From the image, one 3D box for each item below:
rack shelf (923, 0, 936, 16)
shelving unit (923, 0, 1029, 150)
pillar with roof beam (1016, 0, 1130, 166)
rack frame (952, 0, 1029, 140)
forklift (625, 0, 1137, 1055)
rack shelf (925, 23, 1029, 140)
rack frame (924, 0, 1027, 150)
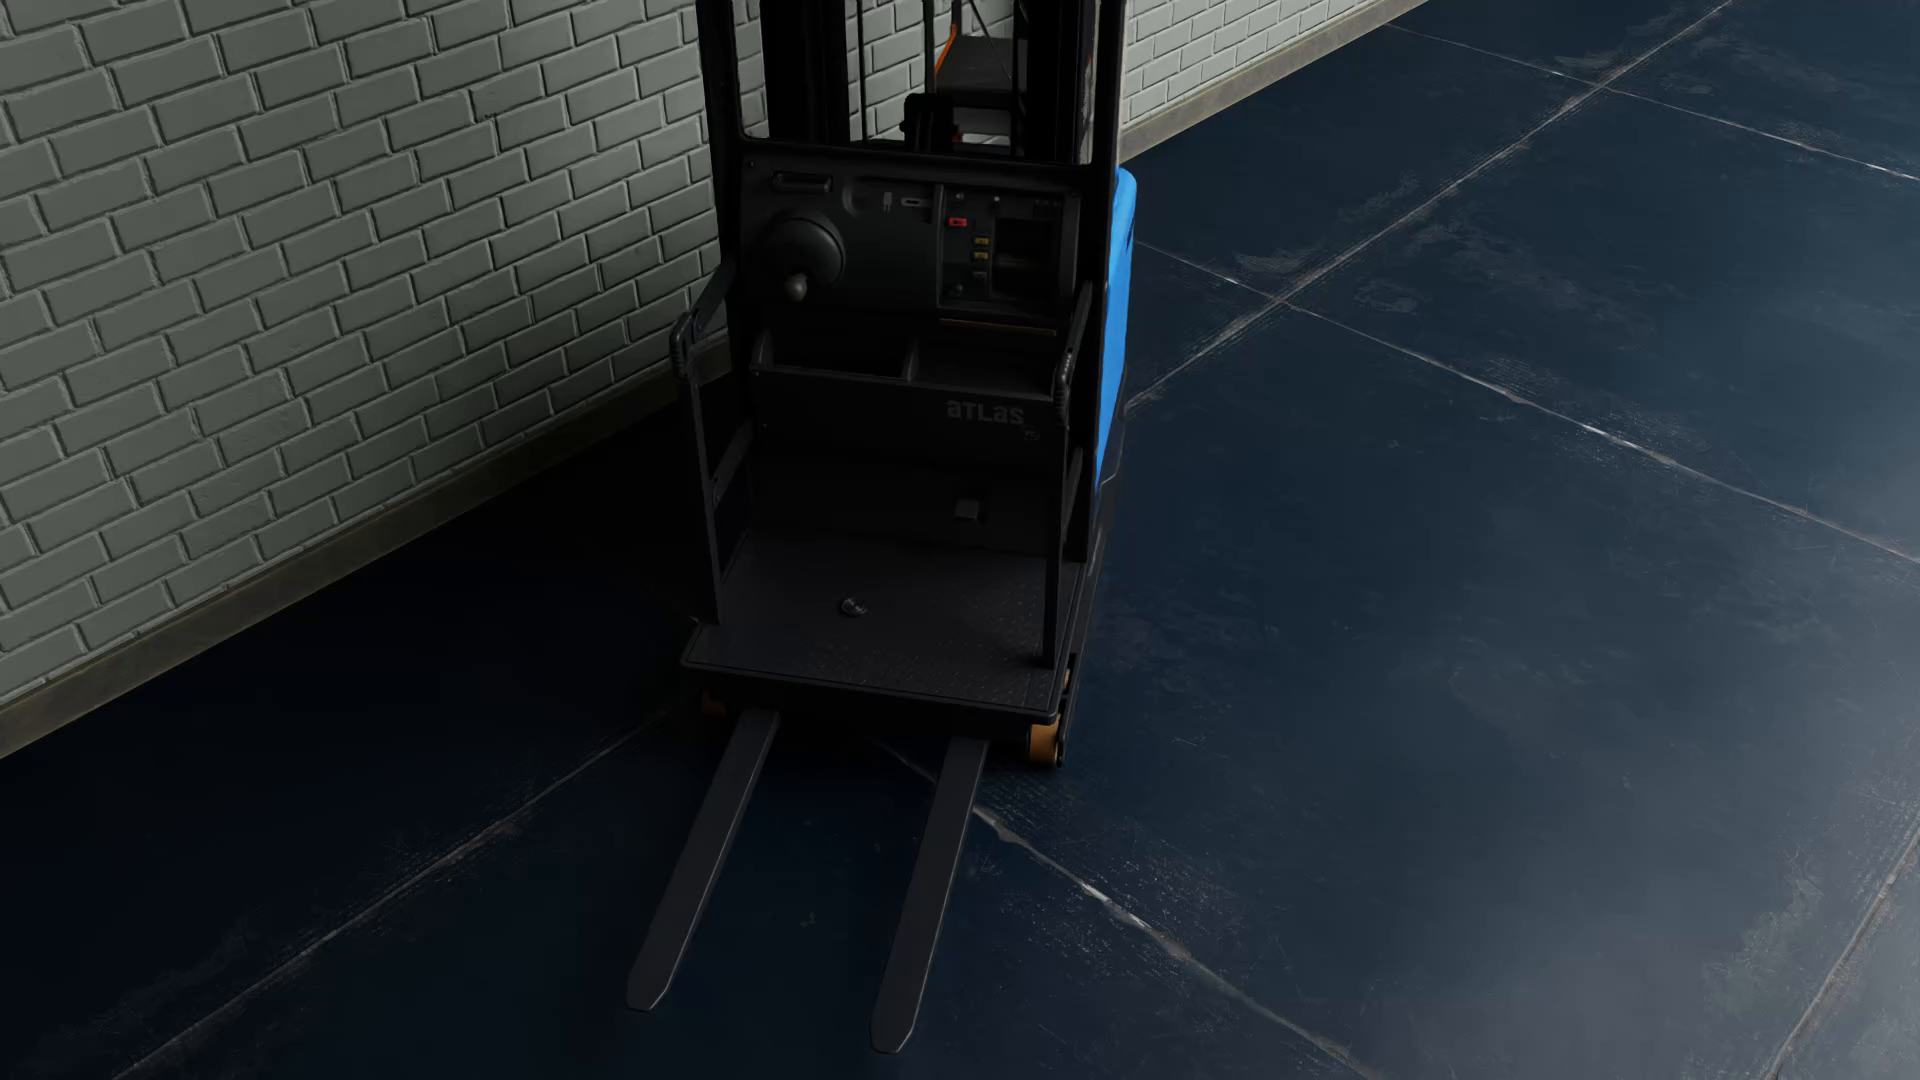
[{"bbox_3d":[0.123,-2.053,5.537,0.431,0.518,0.480,6,39,8],"label":"rack shelf"},{"bbox_3d":[0.126,-1.513,5.961,0.431,2.100,0.503,6,39,8],"label":"shelving unit"},{"bbox_3d":[3.658,-3.222,2.571,9.100,9.000,0.400,30,47,32],"label":"pillar with roof beam"},{"bbox_3d":[0.171,-1.661,6.149,0.400,2.100,0.015,6,39,8],"label":"rack frame"},{"bbox_3d":[-0.180,-0.737,4.321,1.130,2.935,3.031,7,39,9],"label":"forklift"},{"bbox_3d":[0.126,-1.502,5.969,0.431,0.518,0.480,6,39,8],"label":"rack shelf"},{"bbox_3d":[0.082,-1.364,5.772,0.400,2.100,0.015,6,39,8],"label":"rack frame"}]
